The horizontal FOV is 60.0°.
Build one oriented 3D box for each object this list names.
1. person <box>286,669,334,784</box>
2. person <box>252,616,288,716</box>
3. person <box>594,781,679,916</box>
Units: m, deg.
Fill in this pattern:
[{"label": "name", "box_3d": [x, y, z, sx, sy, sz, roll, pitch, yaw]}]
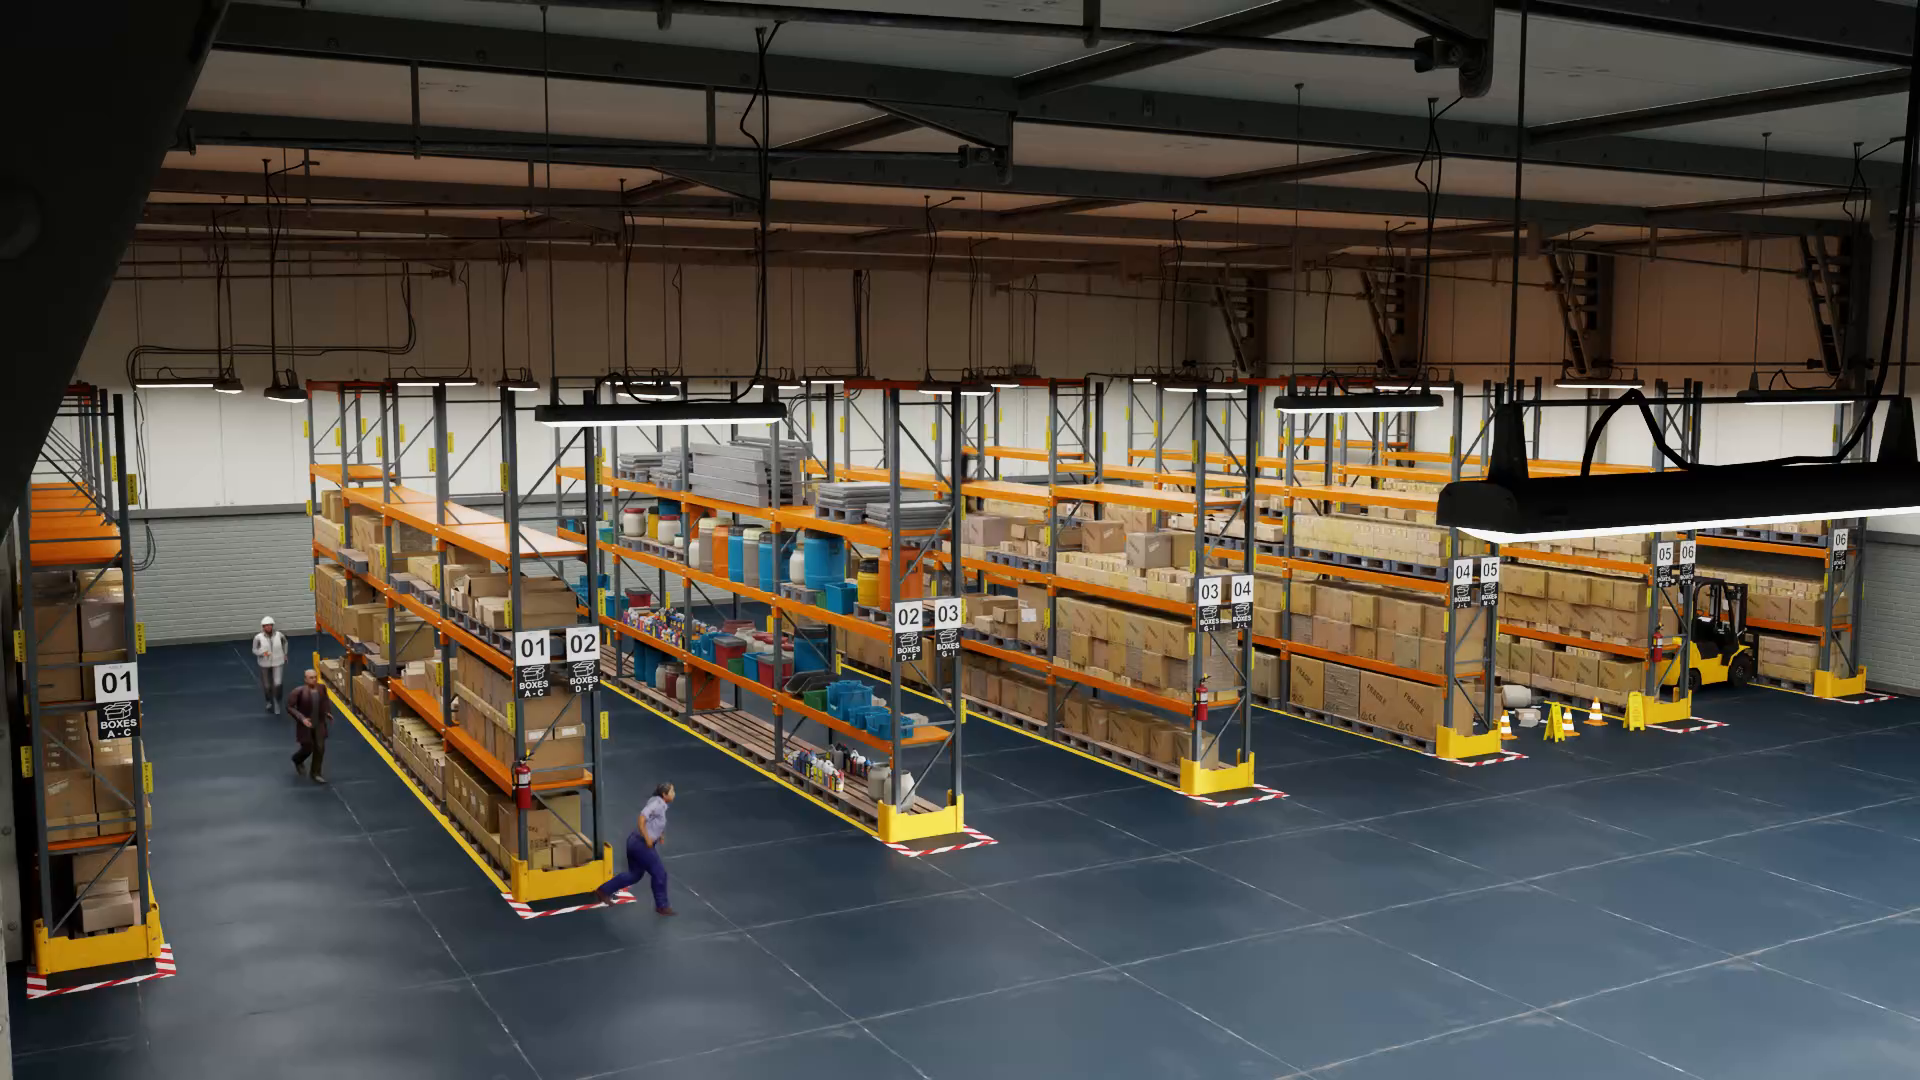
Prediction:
[{"label": "person", "box_3d": [-9.885, 2.798, 25.211, 0.709, 1.733, 0.782, -6, 8, -43]}, {"label": "person", "box_3d": [-12.421, 2.271, 29.975, 0.602, 1.805, 0.814, -2, 7, -21]}, {"label": "person", "box_3d": [-3.701, 3.568, 18.988, 0.951, 1.599, 0.636, -1, 6, -6]}]
